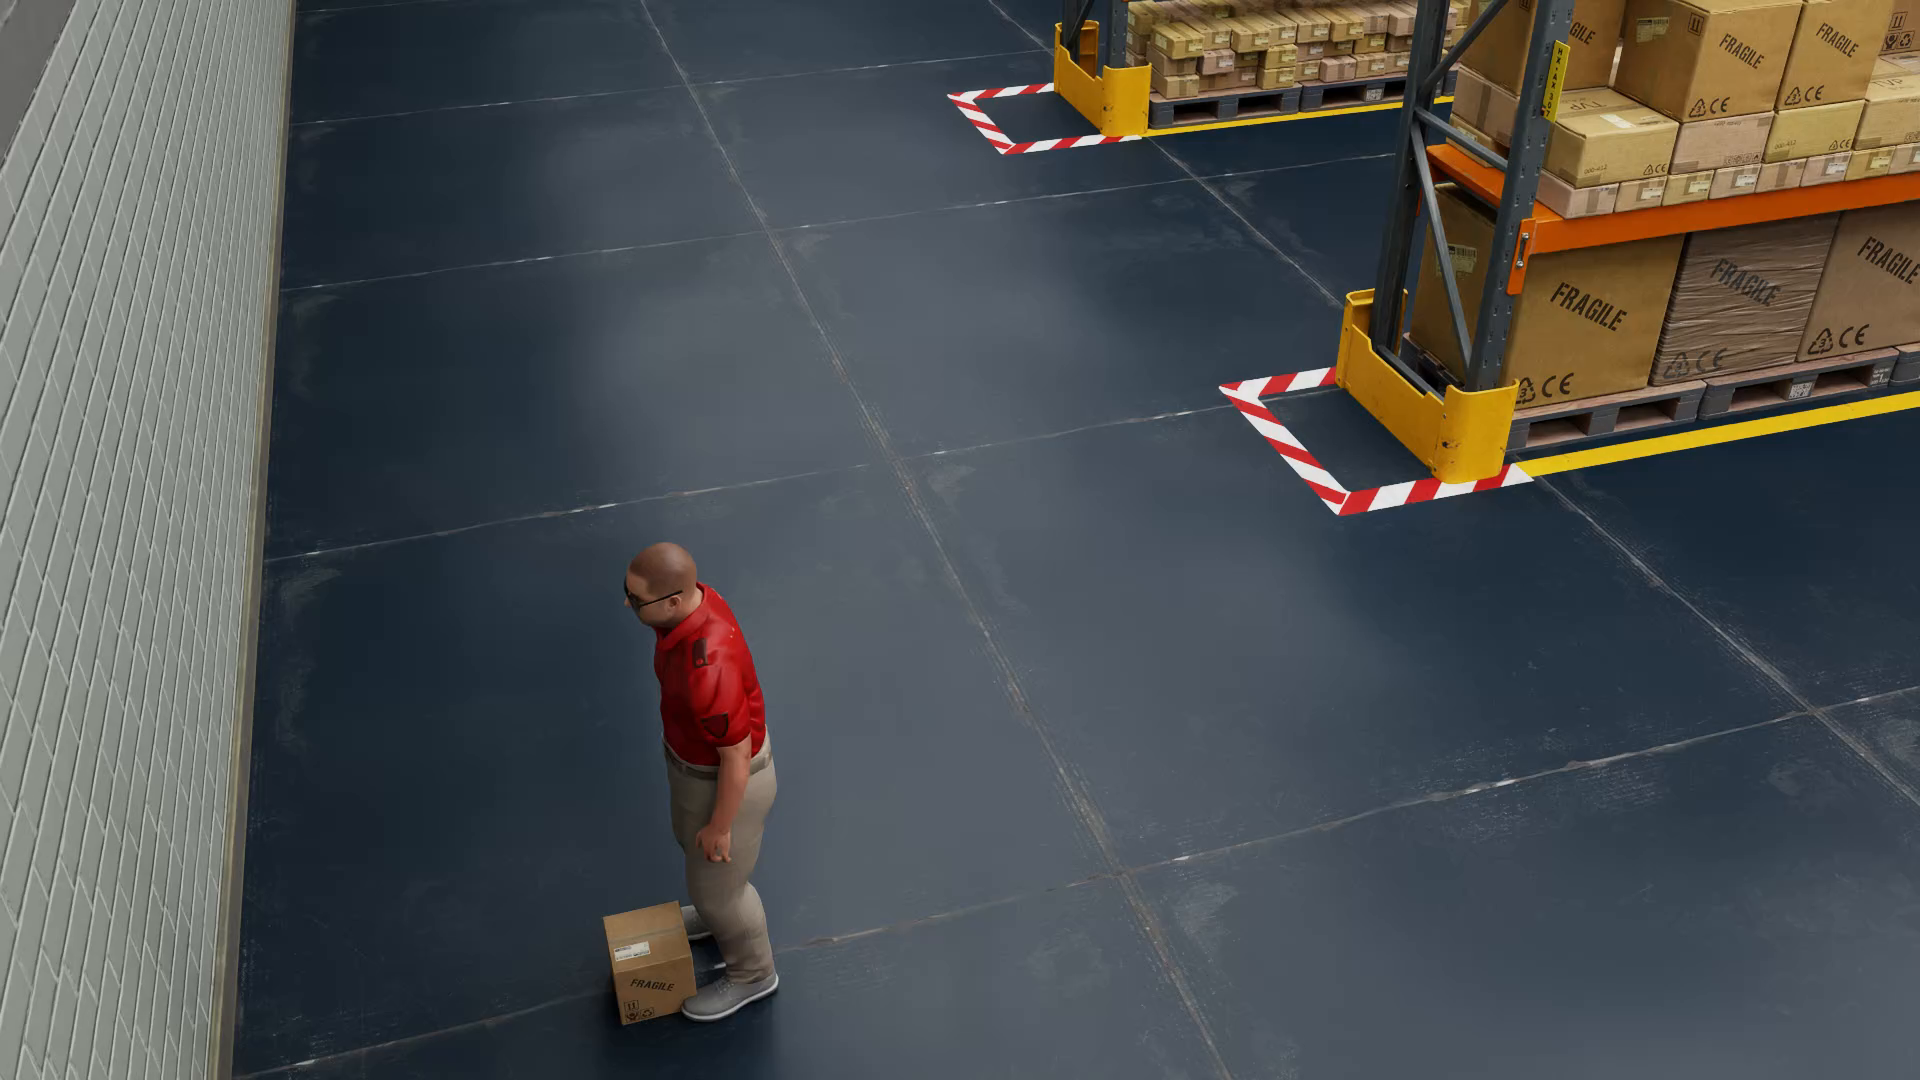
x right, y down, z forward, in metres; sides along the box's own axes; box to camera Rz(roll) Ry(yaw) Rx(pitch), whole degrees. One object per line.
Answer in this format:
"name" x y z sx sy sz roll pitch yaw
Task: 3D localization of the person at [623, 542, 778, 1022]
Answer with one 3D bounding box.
"person" -0.770 0.716 5.080 0.388 1.726 0.590 -10 35 -15
